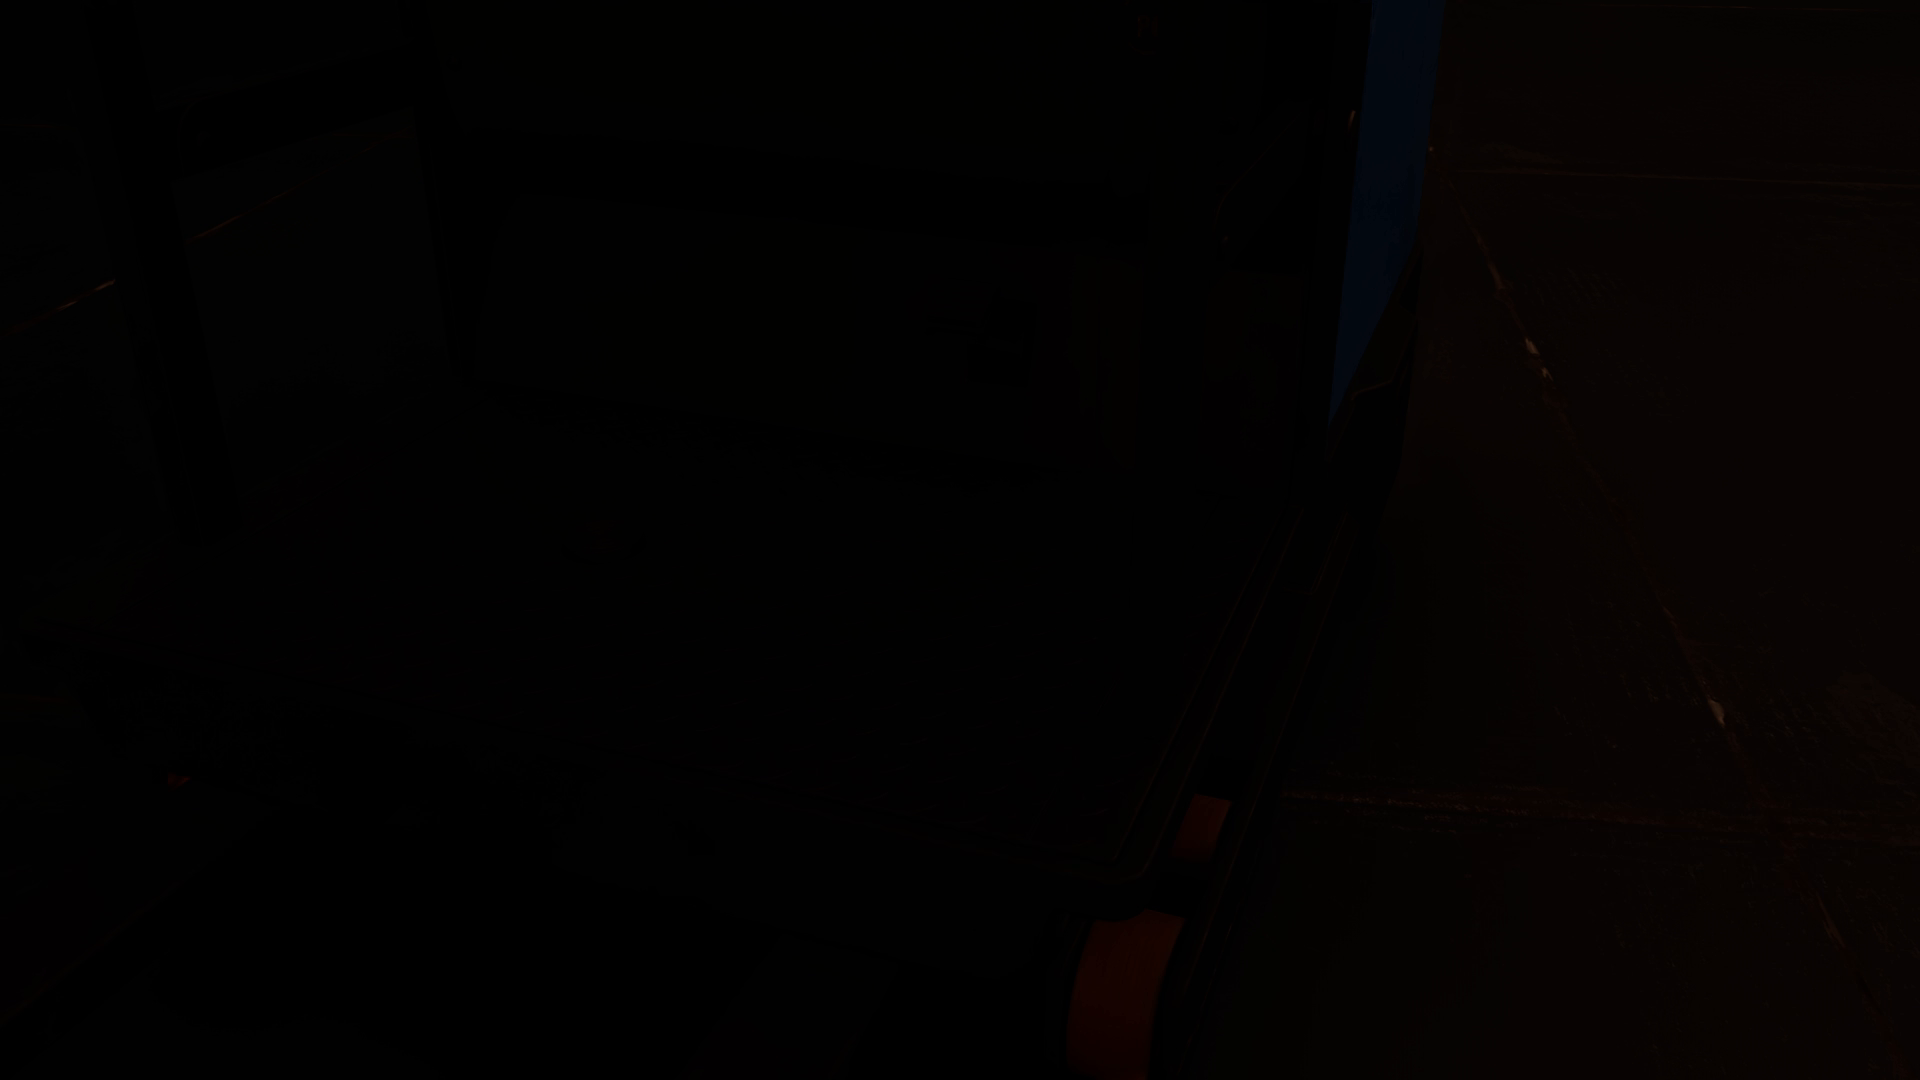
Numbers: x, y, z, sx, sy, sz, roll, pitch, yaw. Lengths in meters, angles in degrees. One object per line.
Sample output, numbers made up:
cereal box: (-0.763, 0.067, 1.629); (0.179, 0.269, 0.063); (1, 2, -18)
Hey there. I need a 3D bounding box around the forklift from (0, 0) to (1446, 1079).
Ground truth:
forklift: (-0.211, -1.026, 1.272); (1.130, 2.935, 3.031); (10, 28, 19)
